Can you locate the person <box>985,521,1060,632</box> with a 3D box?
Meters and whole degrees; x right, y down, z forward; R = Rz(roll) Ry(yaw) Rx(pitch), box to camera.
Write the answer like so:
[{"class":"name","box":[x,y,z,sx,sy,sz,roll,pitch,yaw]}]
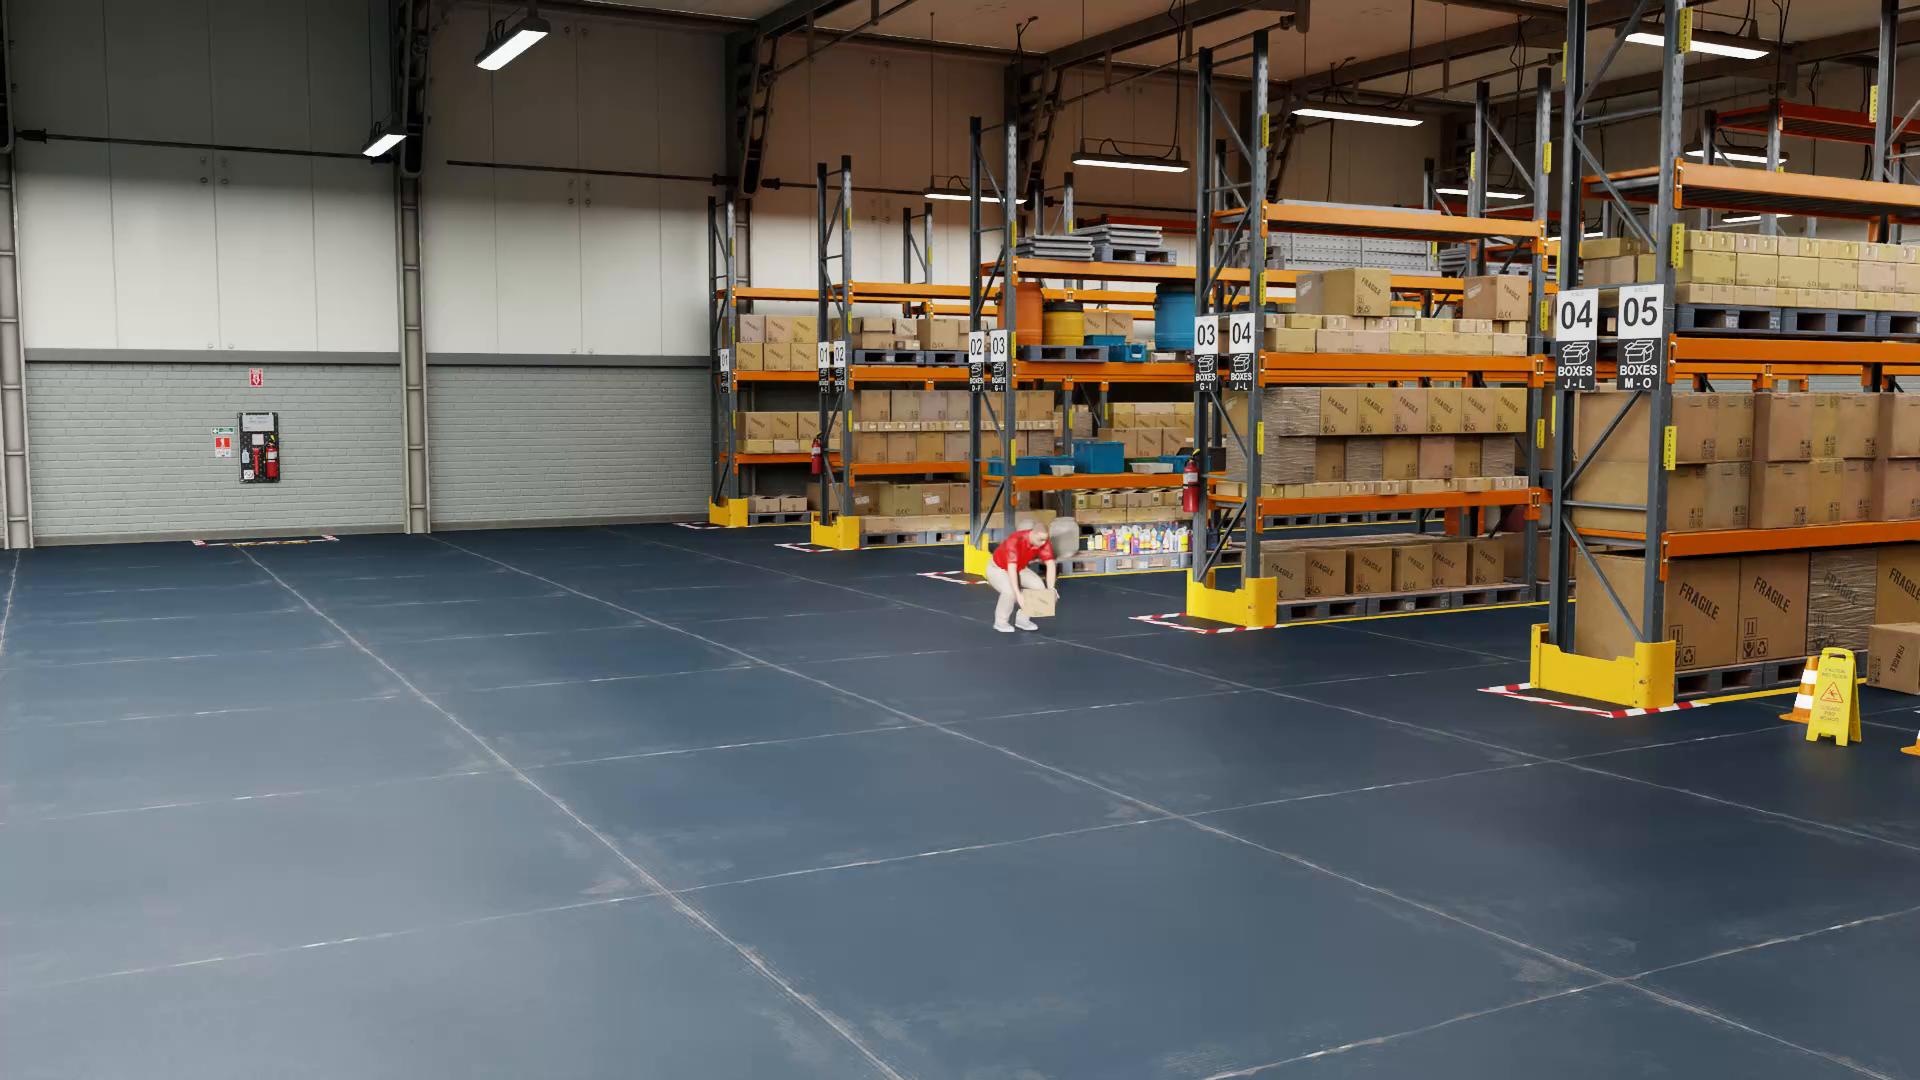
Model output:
[{"class":"person","box":[0.626,0.353,16.770,0.571,1.130,0.818,-3,6,-29]}]
